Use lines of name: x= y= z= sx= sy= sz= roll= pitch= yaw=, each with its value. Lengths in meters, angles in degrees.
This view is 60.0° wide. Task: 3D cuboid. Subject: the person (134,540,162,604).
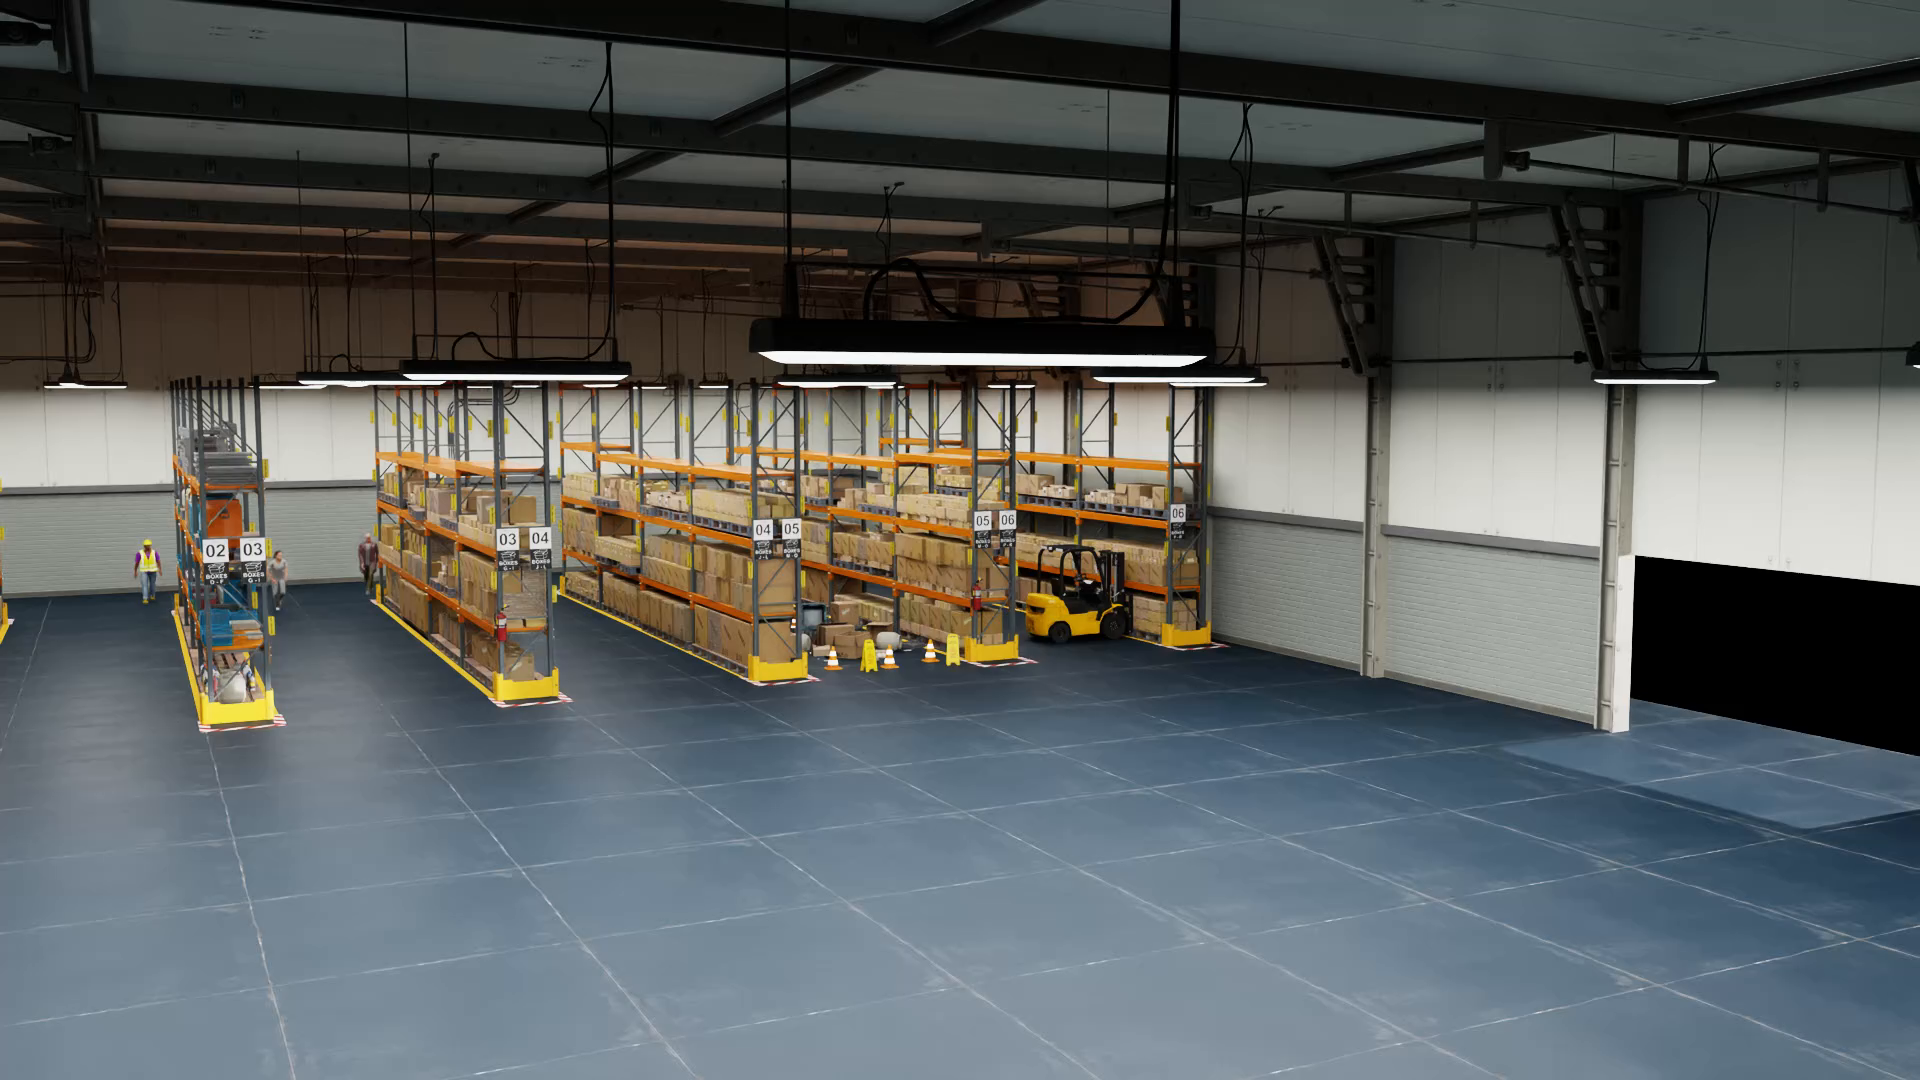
person: x=-22.014 y=0.849 z=45.066 sx=0.701 sy=1.708 sz=1.085 roll=-2 pitch=6 yaw=-24

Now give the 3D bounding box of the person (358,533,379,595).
person: x=-16.741 y=0.668 z=47.077 sx=0.573 sy=1.710 sz=1.130 roll=-1 pitch=5 yaw=-9

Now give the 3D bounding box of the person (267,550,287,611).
person: x=-17.929 y=1.056 z=43.680 sx=0.519 sy=1.601 sz=0.565 roll=-3 pitch=6 yaw=-29
